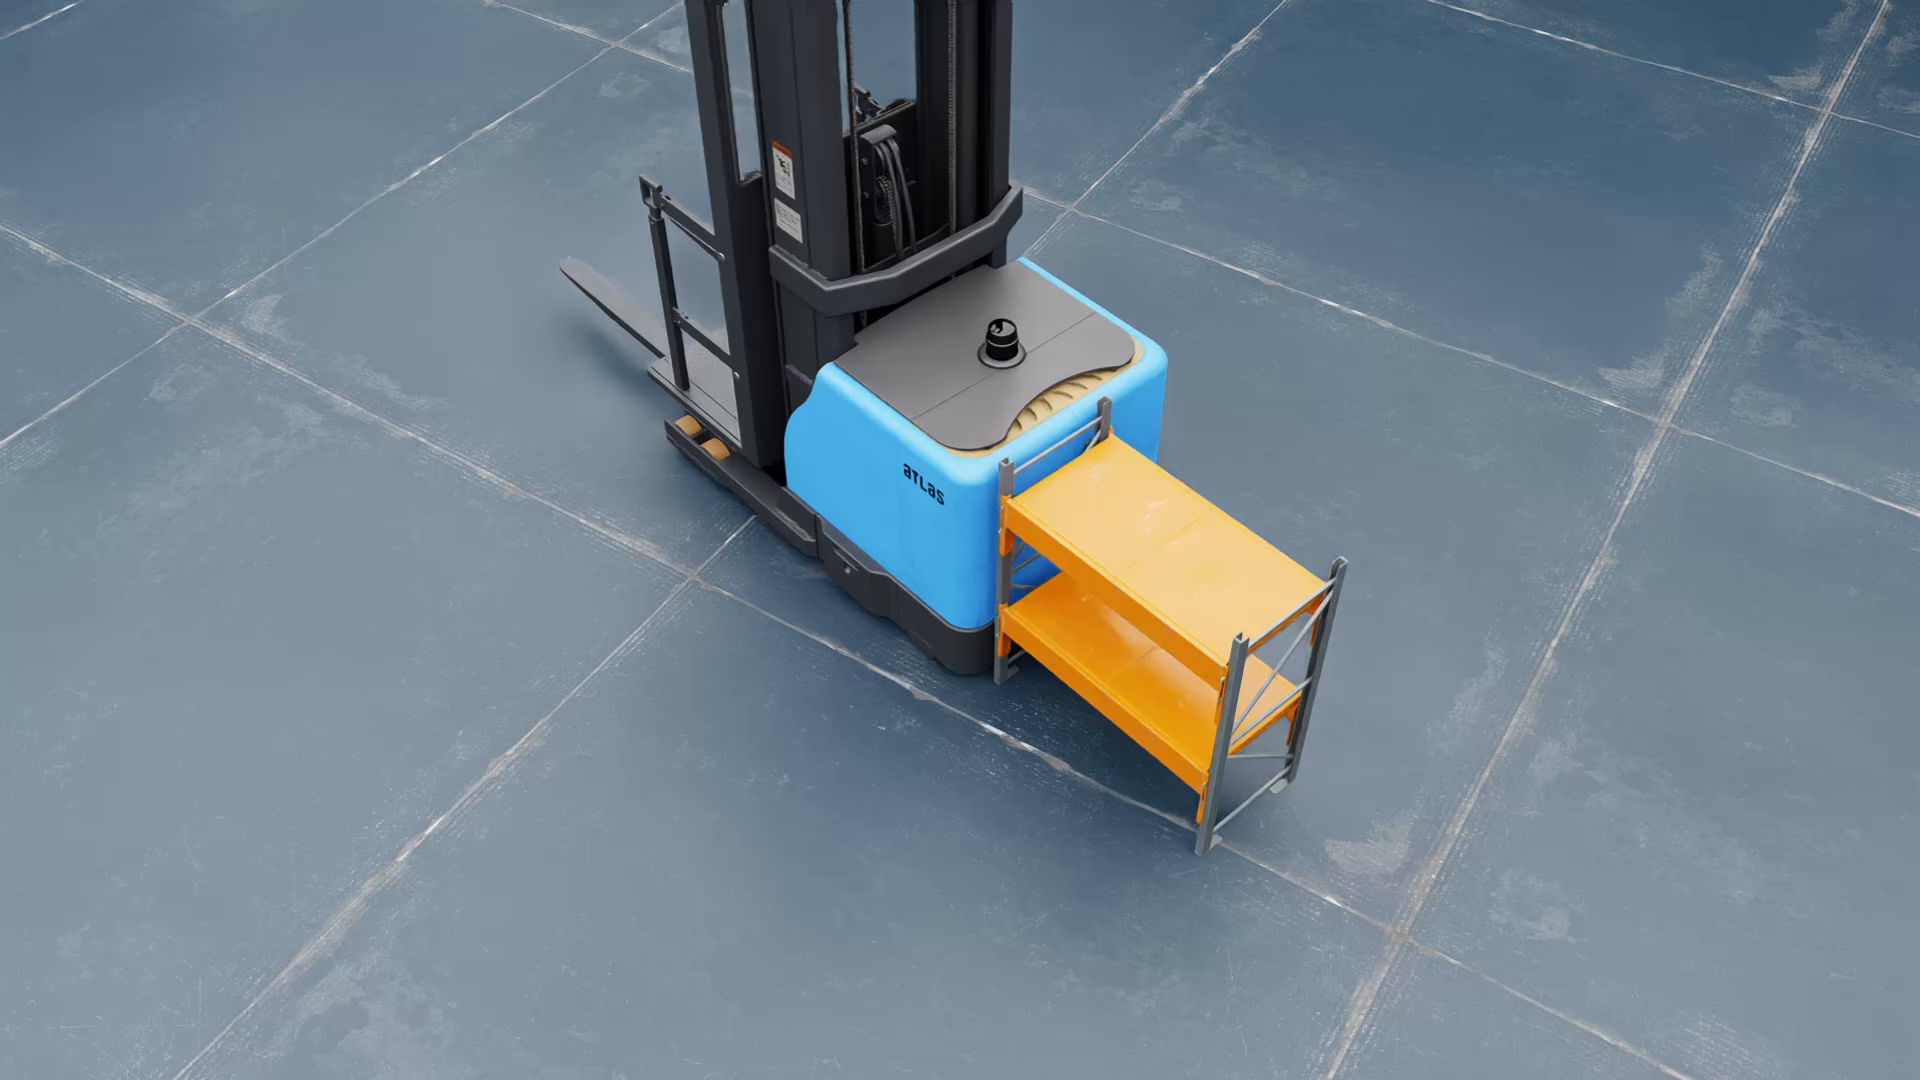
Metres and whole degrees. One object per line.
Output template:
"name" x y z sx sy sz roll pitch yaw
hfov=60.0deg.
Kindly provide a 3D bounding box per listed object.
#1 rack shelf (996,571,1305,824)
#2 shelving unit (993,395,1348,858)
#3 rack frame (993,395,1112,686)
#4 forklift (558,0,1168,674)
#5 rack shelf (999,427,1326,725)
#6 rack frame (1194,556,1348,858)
"rack shelf" 0.661 0.467 5.853 0.538 0.278 1.000 -33 54 -28
"shelving unit" 0.661 0.297 5.677 0.538 1.125 1.048 -33 54 -28
"rack frame" 0.322 0.025 5.941 0.500 1.125 0.032 -33 54 -28
"forklift" -0.599 -1.500 6.164 1.130 2.935 3.031 -33 54 -28
"rack shelf" 0.661 0.093 5.467 0.538 0.278 1.000 -33 54 -28
"rack frame" 1.001 0.568 5.414 0.500 1.125 0.032 -33 54 -28
